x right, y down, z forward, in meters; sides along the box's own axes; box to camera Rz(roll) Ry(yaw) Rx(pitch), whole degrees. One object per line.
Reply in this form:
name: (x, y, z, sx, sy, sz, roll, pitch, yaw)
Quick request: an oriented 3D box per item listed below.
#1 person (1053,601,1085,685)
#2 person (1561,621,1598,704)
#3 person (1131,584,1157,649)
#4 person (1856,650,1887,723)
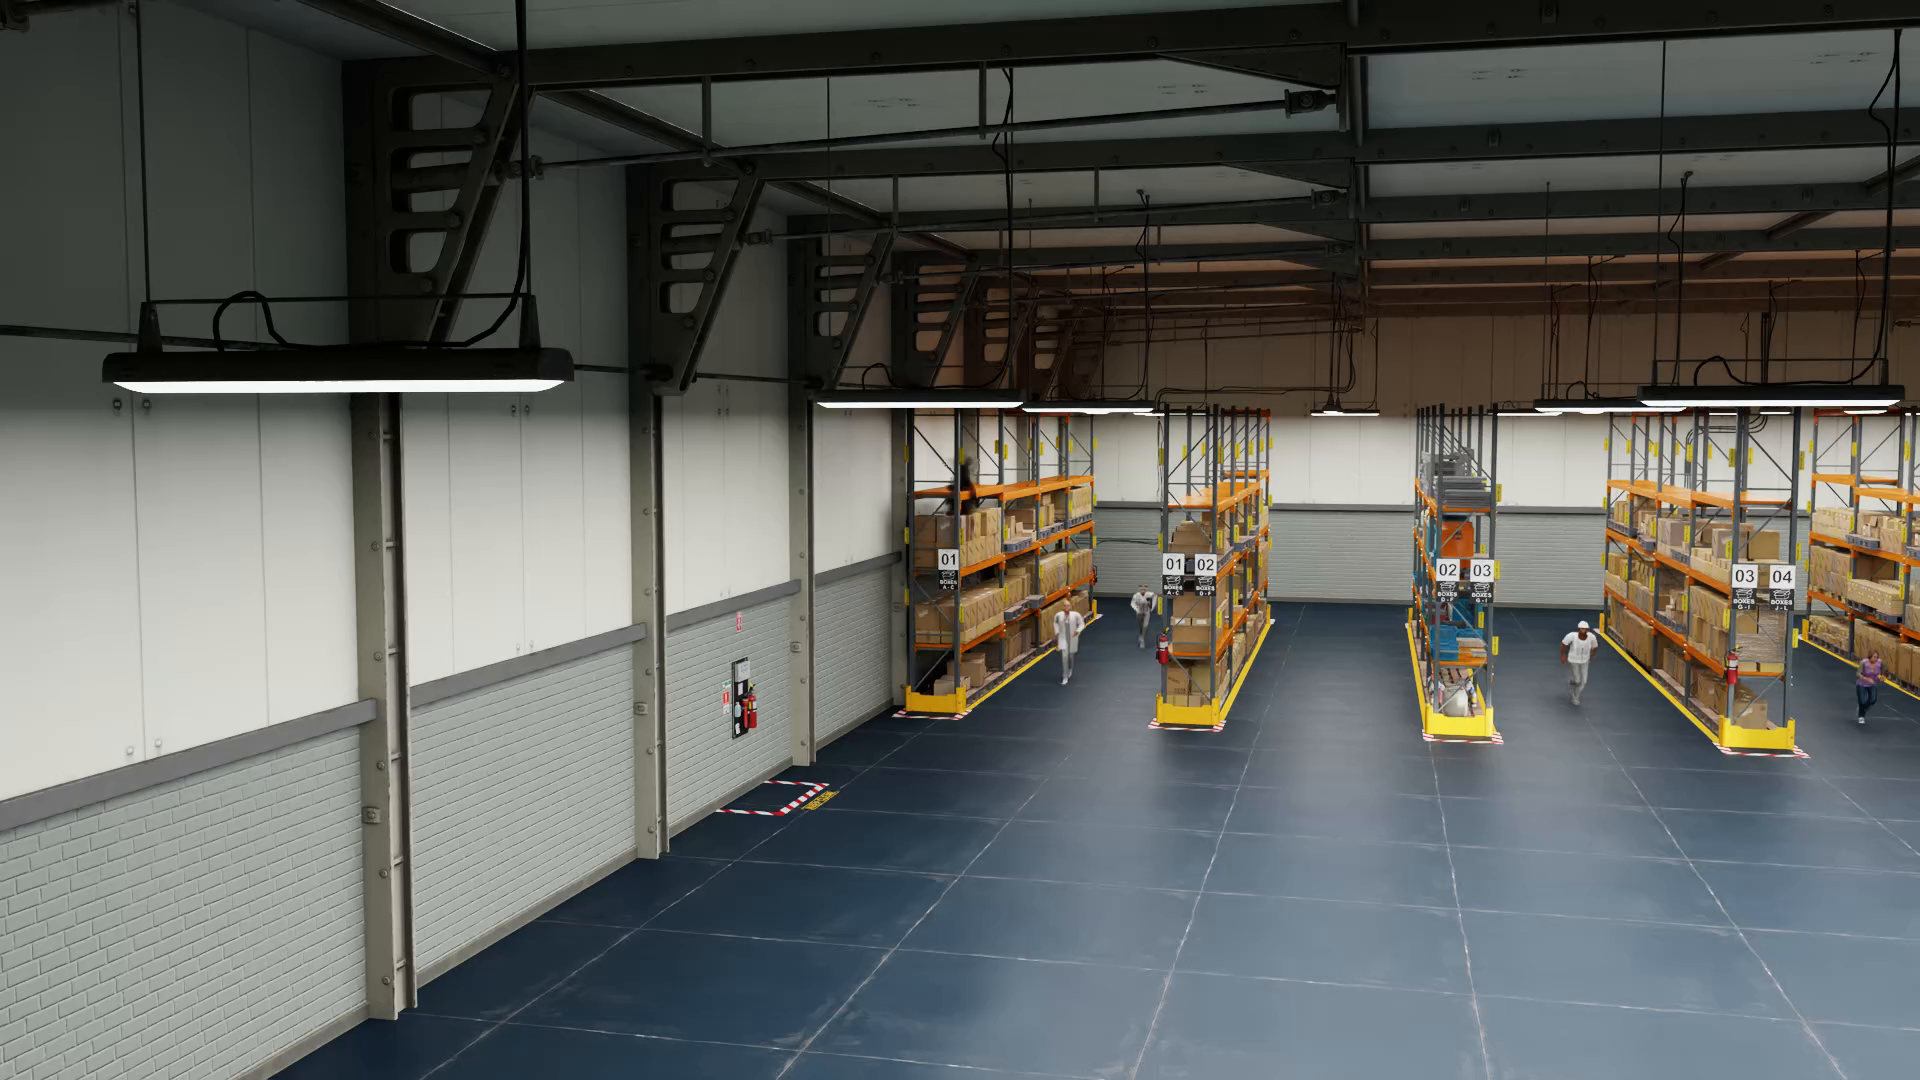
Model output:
person: (2.366, 2.204, 36.163, 0.691, 1.801, 0.953, 0, 4, 5)
person: (12.430, 2.451, 33.360, 0.663, 1.688, 0.705, 0, 4, -5)
person: (4.625, 1.892, 41.933, 0.654, 1.632, 0.982, 0, 4, 3)
person: (17.023, 2.742, 31.056, 0.569, 1.440, 0.762, 1, 4, 8)
